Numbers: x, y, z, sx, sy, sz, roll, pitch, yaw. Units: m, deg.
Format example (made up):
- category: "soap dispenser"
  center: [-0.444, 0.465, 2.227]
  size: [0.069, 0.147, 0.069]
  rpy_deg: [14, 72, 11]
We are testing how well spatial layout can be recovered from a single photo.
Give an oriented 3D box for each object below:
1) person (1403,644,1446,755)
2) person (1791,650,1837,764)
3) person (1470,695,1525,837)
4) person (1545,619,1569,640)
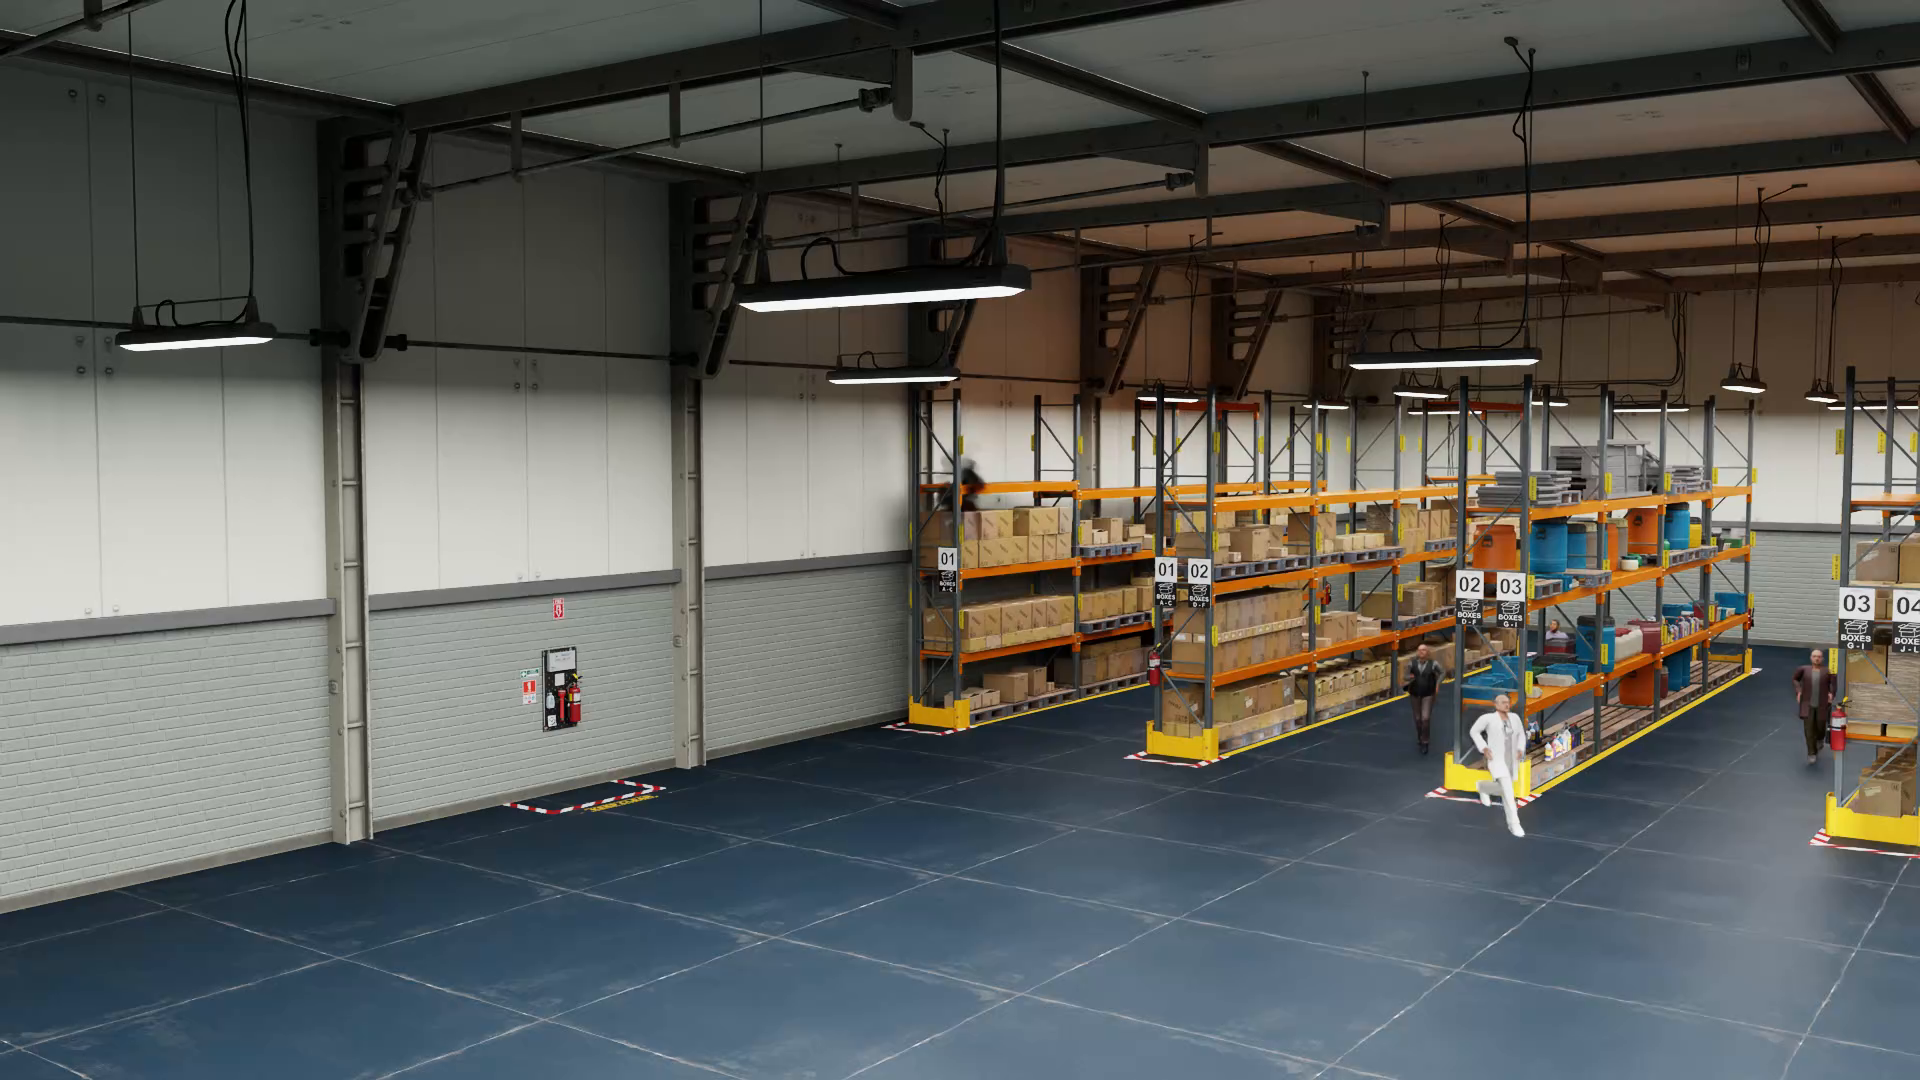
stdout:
- category: "person"
  center: [7.561, 2.593, 27.186]
  size: [0.639, 1.774, 0.734]
  rpy_deg: [2, 4, 30]
- category: "person"
  center: [13.598, 2.629, 26.451]
  size: [0.711, 1.769, 0.900]
  rpy_deg: [2, 4, 30]
- category: "person"
  center: [7.084, 2.907, 21.787]
  size: [0.678, 1.776, 1.136]
  rpy_deg: [-1, 3, -19]
- category: "person"
  center: [11.552, 2.350, 32.350]
  size: [0.608, 1.623, 0.610]
  rpy_deg: [2, 4, 37]
